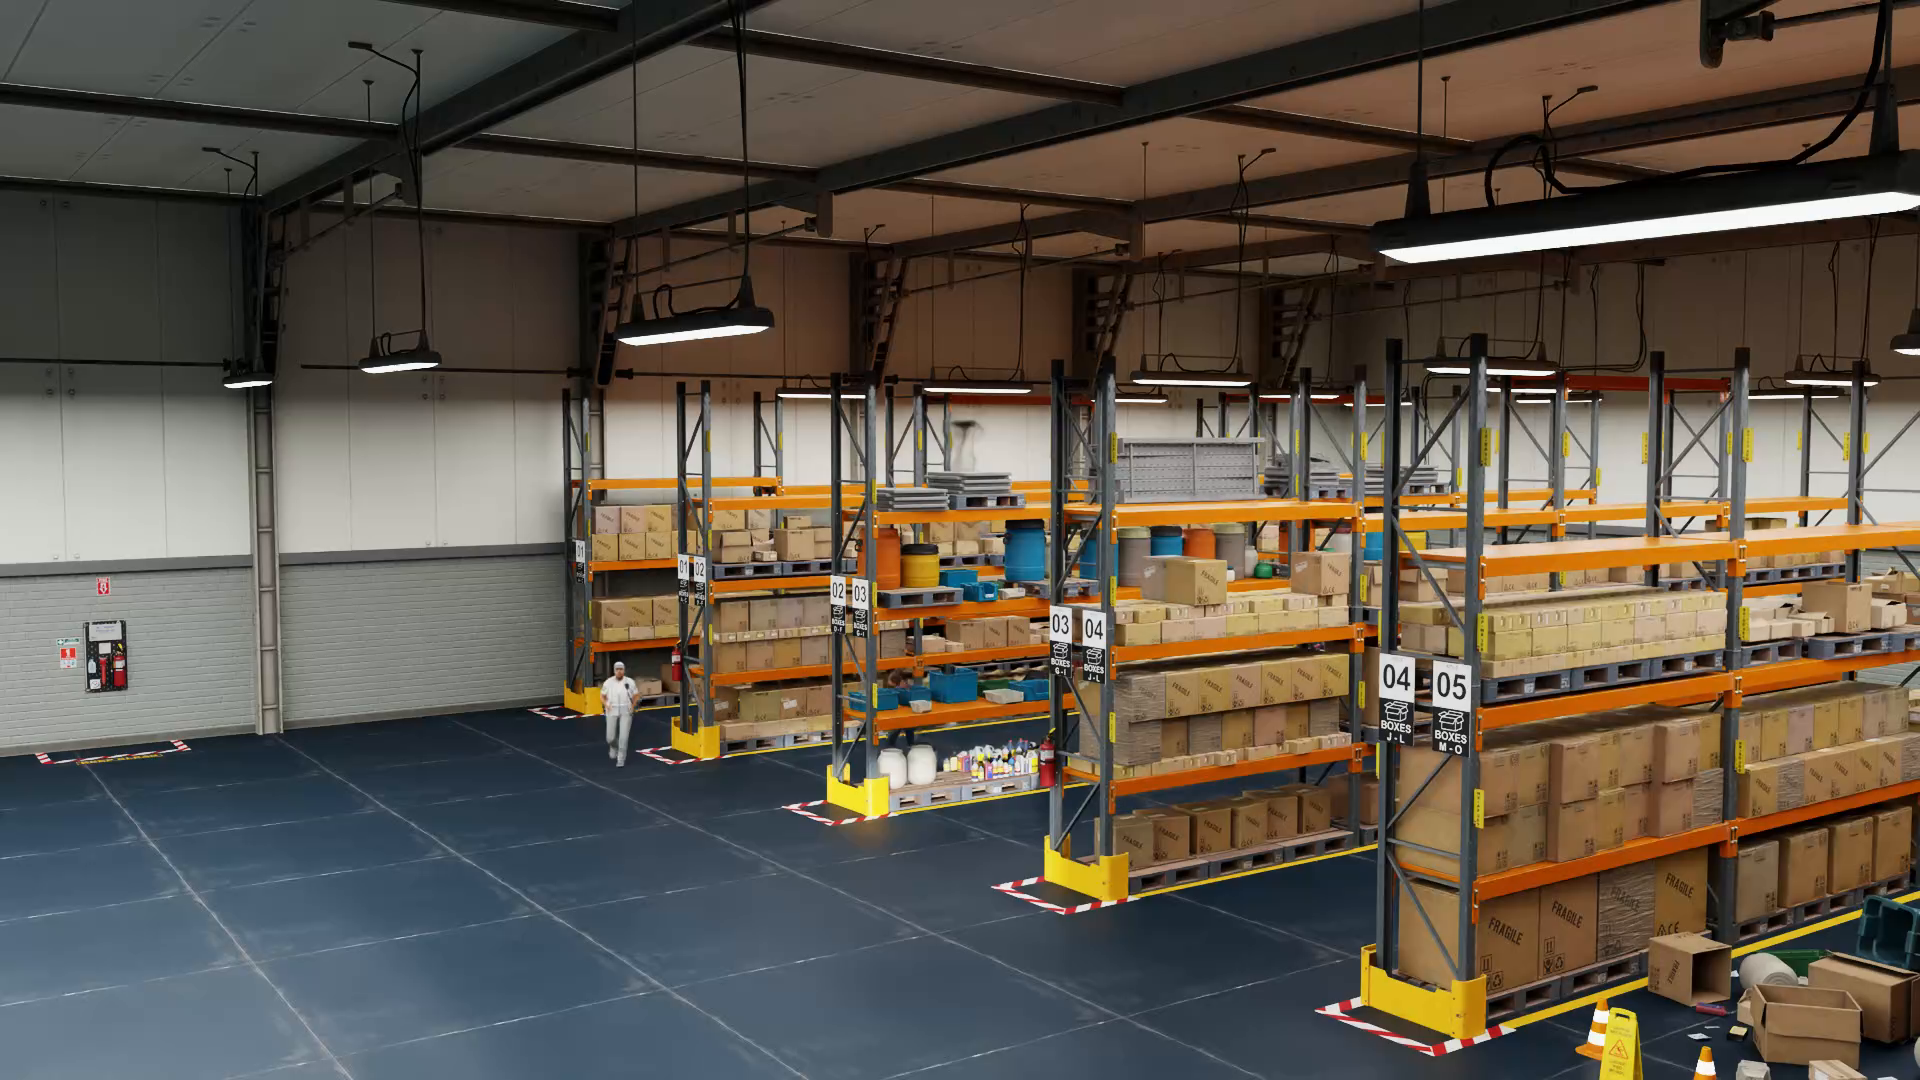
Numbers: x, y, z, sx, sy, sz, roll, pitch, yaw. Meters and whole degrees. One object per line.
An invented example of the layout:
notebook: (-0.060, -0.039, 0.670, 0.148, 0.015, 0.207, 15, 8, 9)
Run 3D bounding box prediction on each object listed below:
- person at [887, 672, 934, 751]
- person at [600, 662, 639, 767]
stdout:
person: (-0.814, 2.769, 25.185, 1.001, 1.584, 0.538, -3, 5, -38)
person: (-5.288, 2.696, 25.851, 0.595, 1.622, 0.542, -1, 4, -10)
